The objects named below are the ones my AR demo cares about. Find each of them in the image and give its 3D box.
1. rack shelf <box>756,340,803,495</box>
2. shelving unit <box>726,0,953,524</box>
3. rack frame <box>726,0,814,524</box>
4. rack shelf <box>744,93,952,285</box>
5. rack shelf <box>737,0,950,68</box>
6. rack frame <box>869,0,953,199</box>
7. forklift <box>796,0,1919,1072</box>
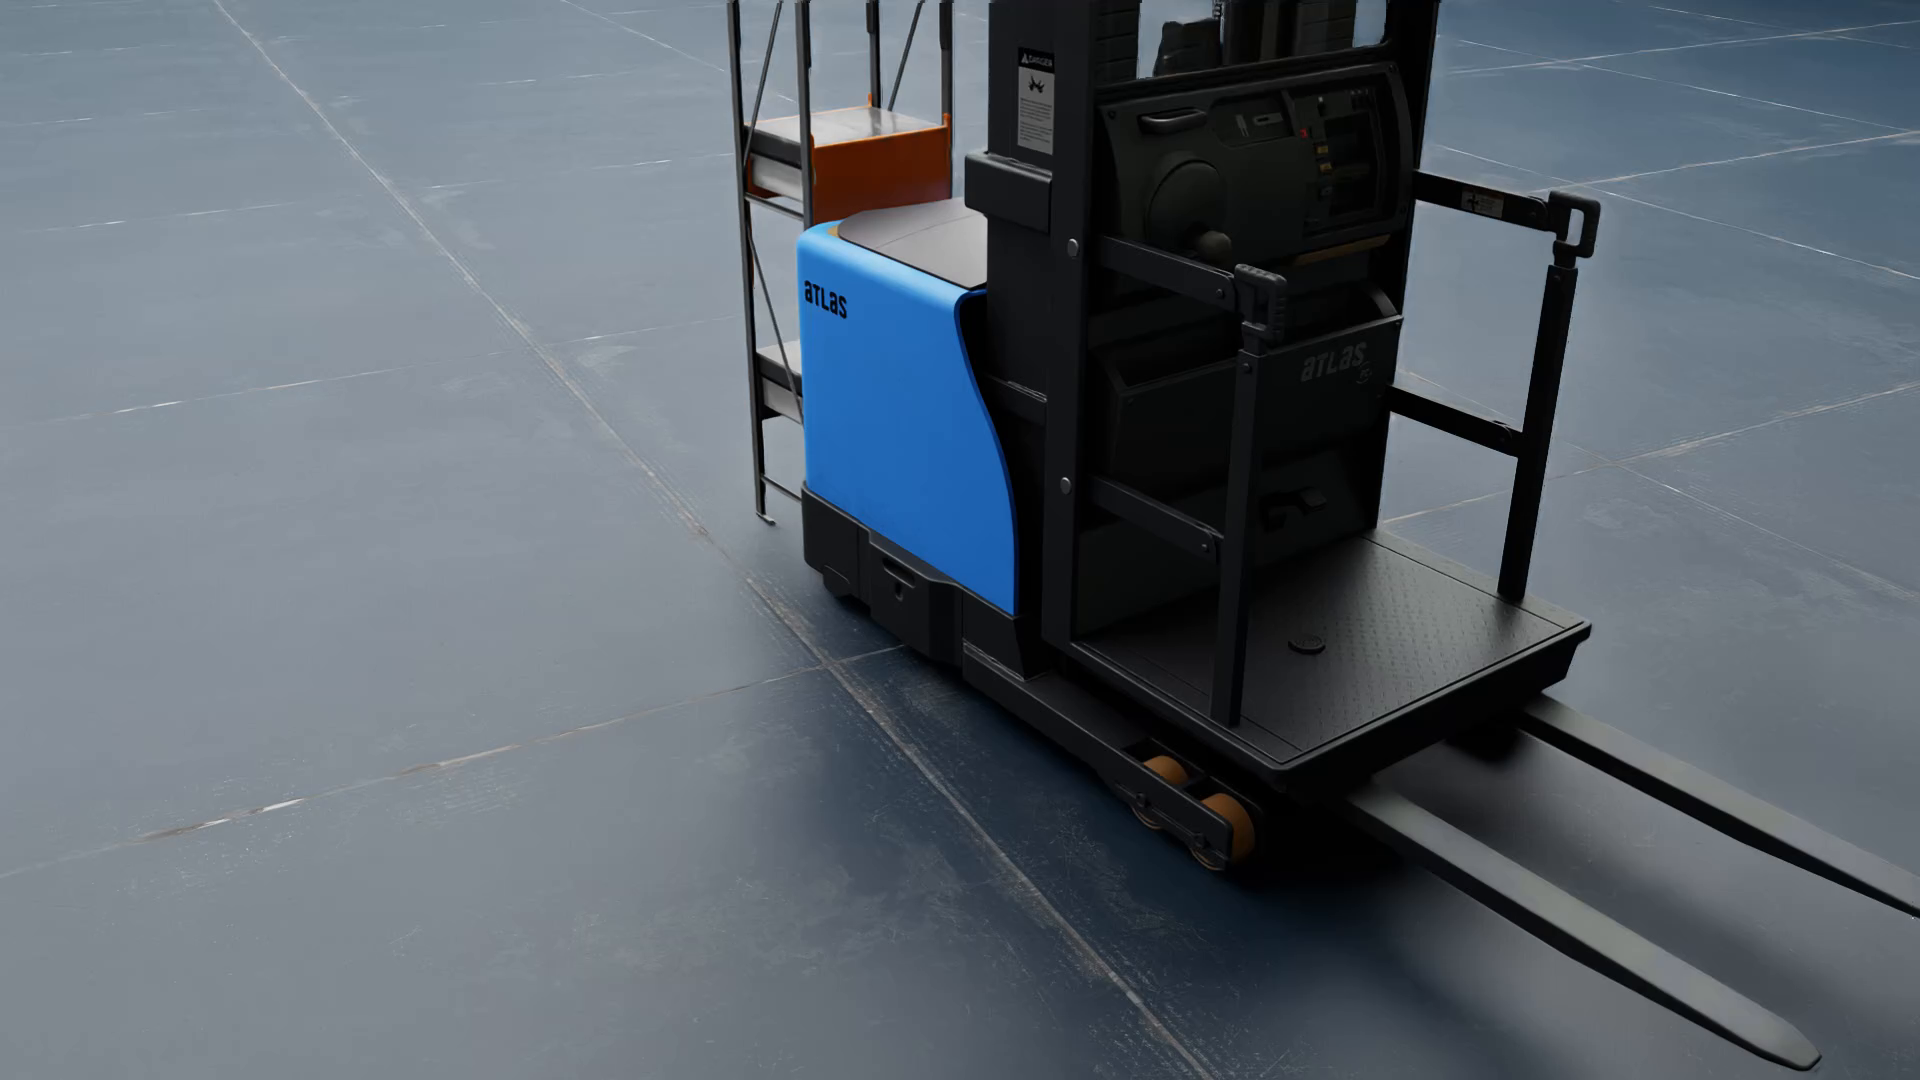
[{"bbox_3d":[-0.343,-0.381,5.267,0.480,0.518,0.431,-18,31,-33],"label":"rack shelf"},{"bbox_3d":[-0.343,-1.025,4.958,0.503,2.100,0.431,-18,31,-33],"label":"shelving unit"},{"bbox_3d":[-0.537,-0.961,4.825,0.015,2.100,0.400,-18,31,-33],"label":"rack frame"},{"bbox_3d":[-0.343,-1.012,4.964,0.480,0.518,0.431,-18,31,-33],"label":"rack shelf"},{"bbox_3d":[-0.343,-1.643,4.661,0.480,0.518,0.431,-18,31,-33],"label":"rack shelf"},{"bbox_3d":[-0.149,-1.089,5.092,0.015,2.100,0.400,-18,31,-33],"label":"rack frame"},{"bbox_3d":[0.813,-0.825,3.582,1.130,2.935,3.031,-18,31,-32],"label":"forklift"}]
